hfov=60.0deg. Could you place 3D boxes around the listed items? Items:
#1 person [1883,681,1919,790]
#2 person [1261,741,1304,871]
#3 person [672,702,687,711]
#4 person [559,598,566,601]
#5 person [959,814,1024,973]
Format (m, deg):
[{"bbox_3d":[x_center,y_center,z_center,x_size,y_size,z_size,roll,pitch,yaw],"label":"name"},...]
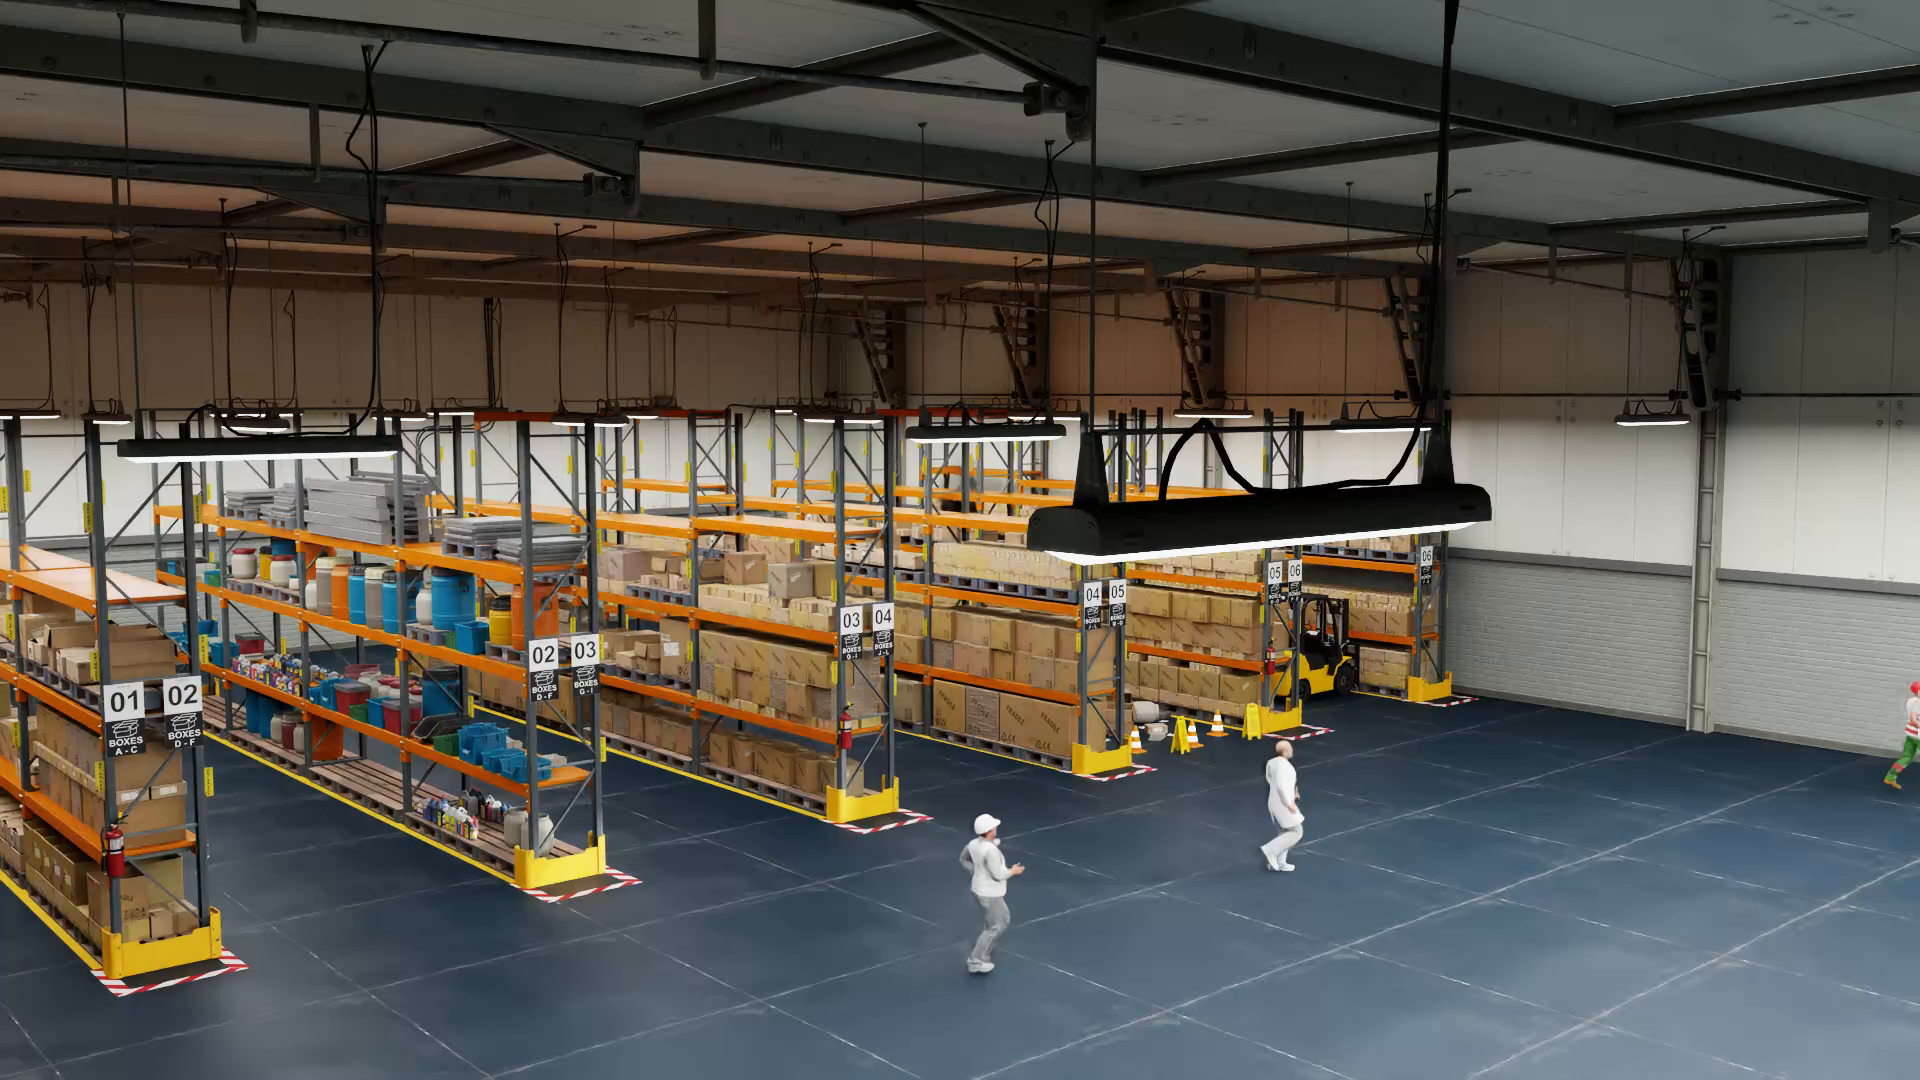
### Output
[{"bbox_3d":[15.075,3.116,26.165,0.925,1.810,0.655,0,5,2],"label":"person"},{"bbox_3d":[4.268,3.527,22.074,0.633,1.747,0.727,-1,5,-11],"label":"person"},{"bbox_3d":[-5.480,2.637,32.457,0.830,1.688,0.675,5,7,45],"label":"person"},{"bbox_3d":[-9.546,2.115,39.543,0.591,1.513,0.590,0,5,5],"label":"person"},{"bbox_3d":[0.363,3.858,18.203,0.647,1.767,0.642,-2,5,-20],"label":"person"}]
